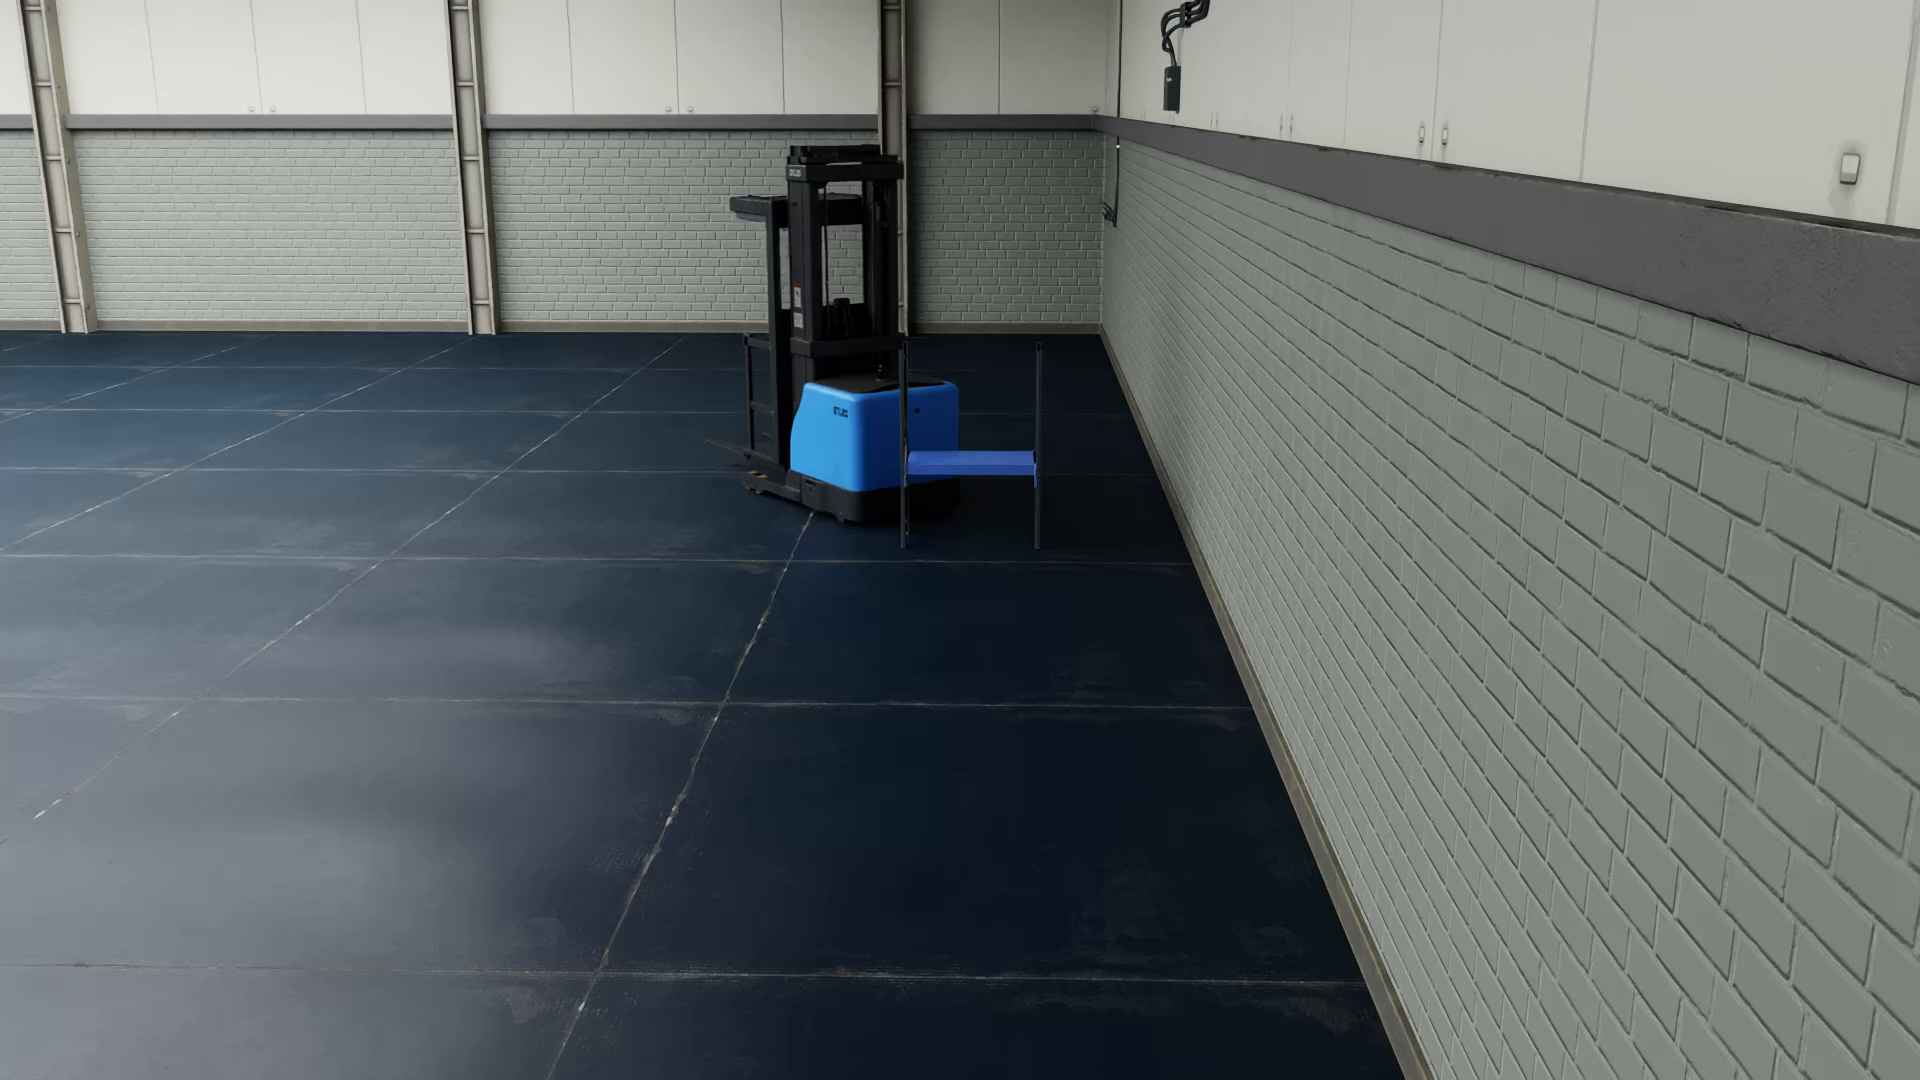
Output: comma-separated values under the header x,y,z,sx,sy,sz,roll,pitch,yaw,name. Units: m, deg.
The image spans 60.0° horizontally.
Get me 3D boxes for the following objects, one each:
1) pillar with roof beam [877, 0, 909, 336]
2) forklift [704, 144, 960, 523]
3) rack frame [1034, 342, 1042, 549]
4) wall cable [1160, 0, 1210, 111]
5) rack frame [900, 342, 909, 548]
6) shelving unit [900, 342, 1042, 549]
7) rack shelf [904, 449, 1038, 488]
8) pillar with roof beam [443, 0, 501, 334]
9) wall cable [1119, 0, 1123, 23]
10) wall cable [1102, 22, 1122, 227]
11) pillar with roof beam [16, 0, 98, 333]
x,y,z,sx,sy,sz,roll,pitch,yaw,name
-1.053,-6.242,18.858,0.400,9.000,9.100,0,15,1,pillar with roof beam
-1.252,-1.875,14.200,1.130,2.935,3.031,-10,18,-34,forklift
0.593,-0.721,12.634,0.032,1.500,0.500,0,15,1,rack frame
1.710,-6.207,12.058,0.169,6.003,2.305,0,15,1,wall cable
-0.423,-0.728,12.659,0.032,1.500,0.500,0,15,1,rack frame
0.085,-0.725,12.647,1.048,1.500,0.538,0,15,1,shelving unit
0.085,-0.551,12.692,1.000,0.185,0.538,0,15,1,rack shelf
-7.051,-6.281,19.006,0.400,9.000,9.100,0,15,1,pillar with roof beam
1.899,-7.234,18.805,0.112,2.526,3.097,0,15,1,wall cable
1.968,-5.482,22.064,0.112,2.526,3.097,0,15,1,wall cable
-13.049,-6.320,19.154,0.400,9.000,9.100,0,15,1,pillar with roof beam
